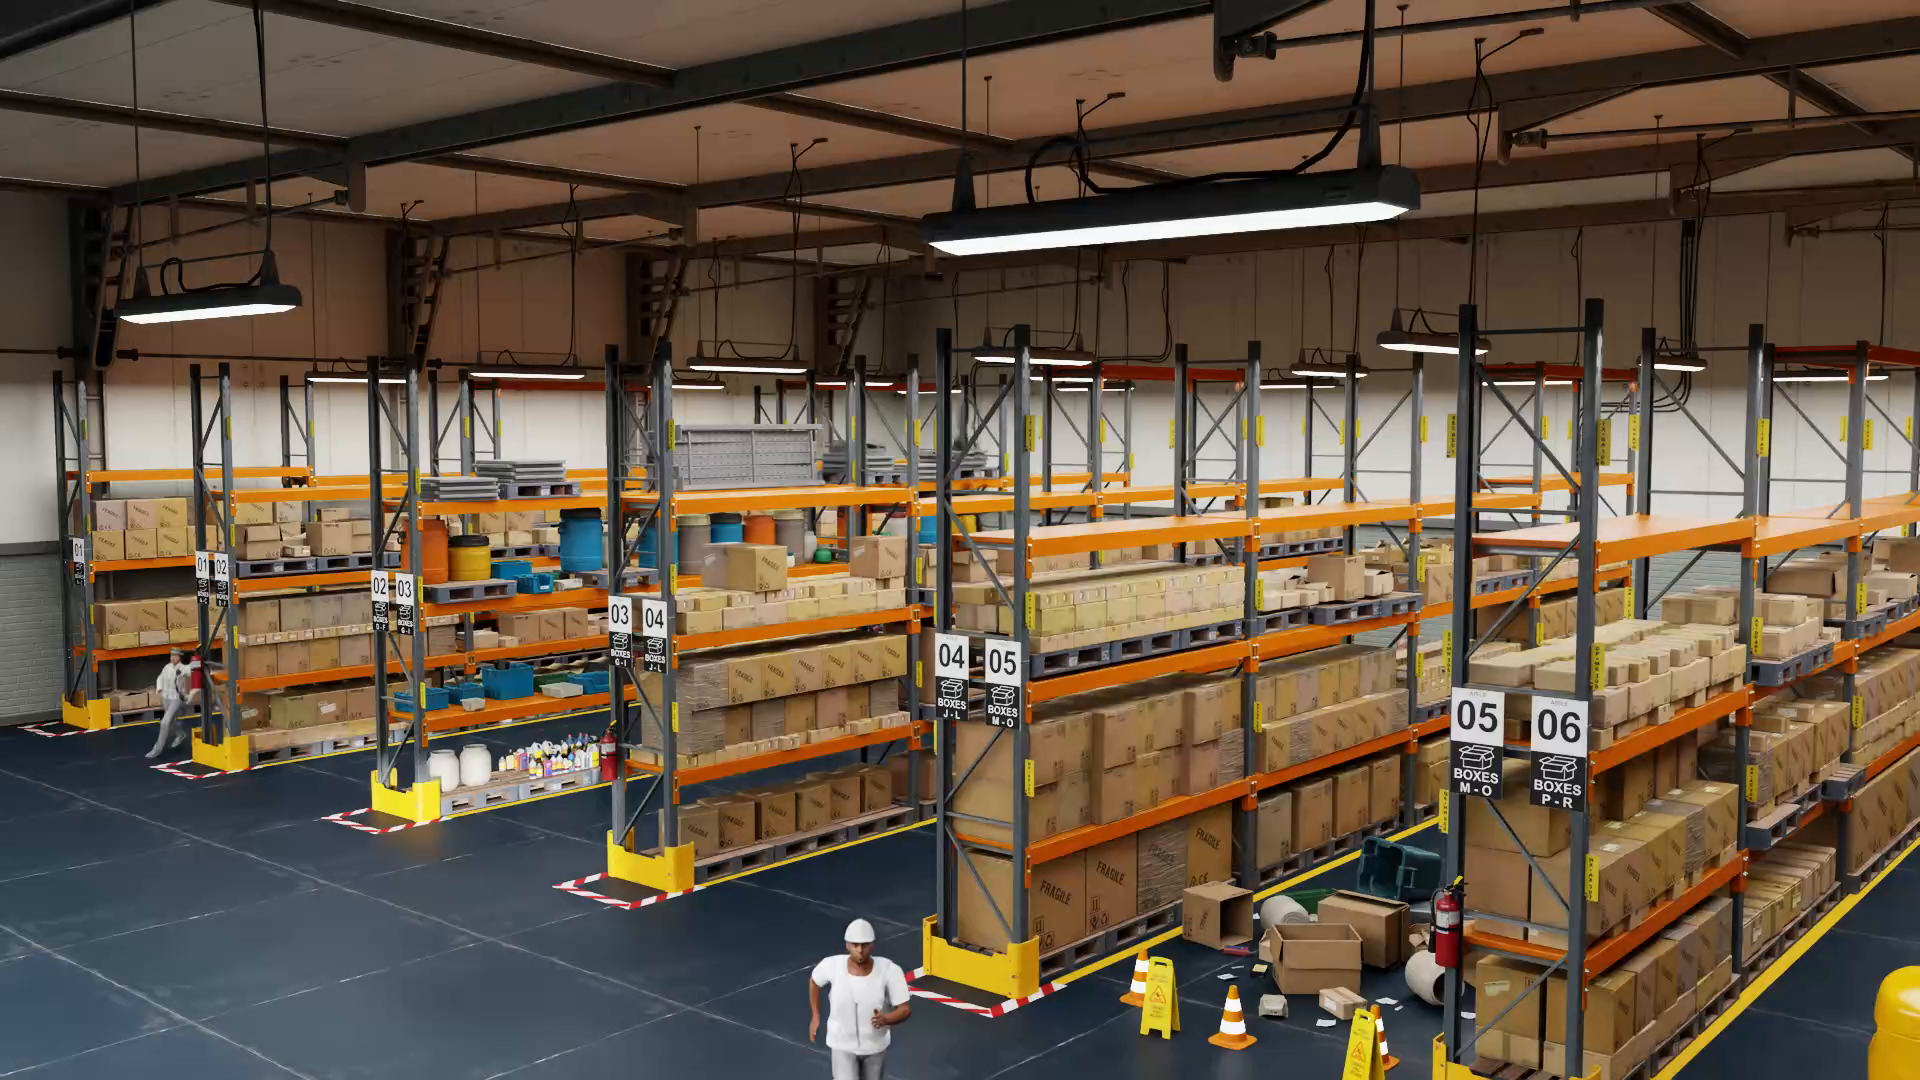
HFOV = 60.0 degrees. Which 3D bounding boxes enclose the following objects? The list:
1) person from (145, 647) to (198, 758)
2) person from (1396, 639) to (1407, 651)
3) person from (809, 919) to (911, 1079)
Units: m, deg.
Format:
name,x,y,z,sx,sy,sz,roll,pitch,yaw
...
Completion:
name,x,y,z,sx,sy,sz,roll,pitch,yaw
person,-12.129,2.469,25.660,0.674,1.673,0.920,1,4,18
person,6.938,2.426,25.977,0.747,1.763,0.706,-4,5,-40
person,-0.680,3.458,11.292,0.677,1.820,0.874,0,4,-7
